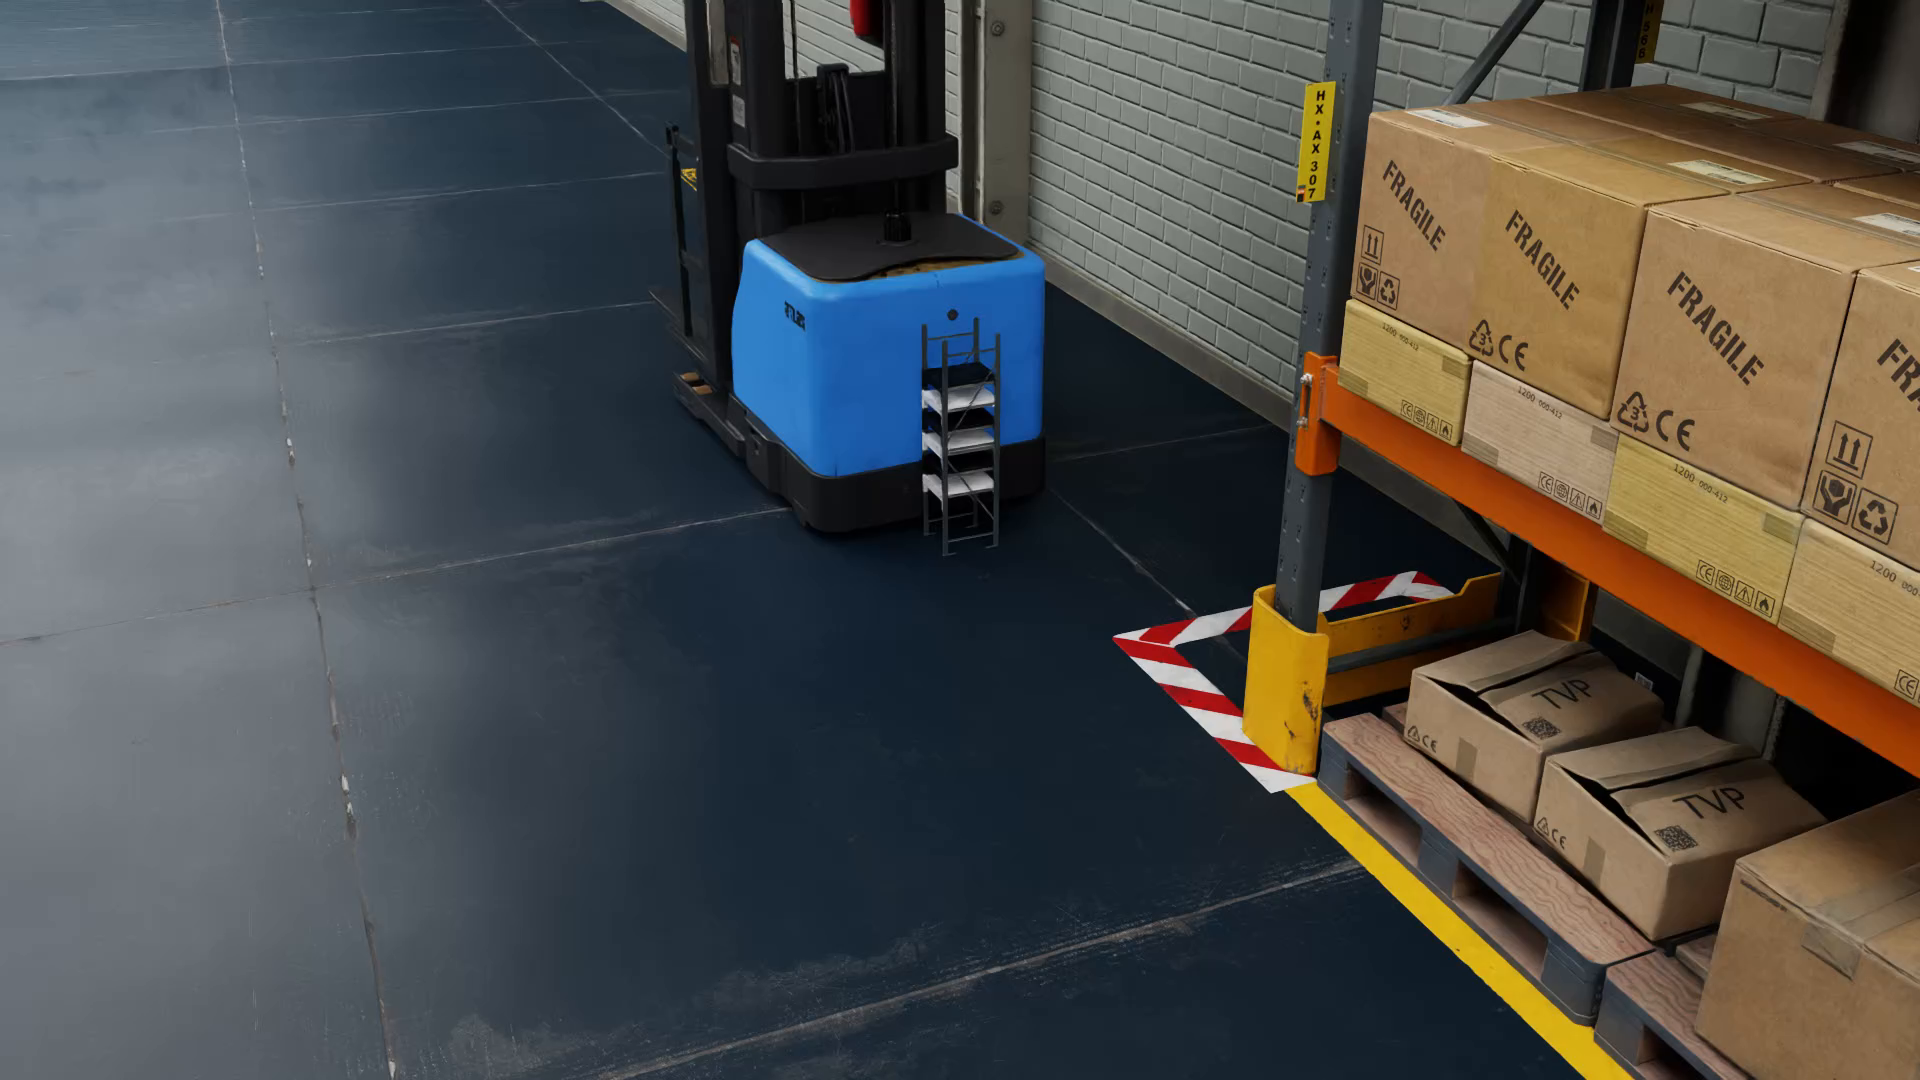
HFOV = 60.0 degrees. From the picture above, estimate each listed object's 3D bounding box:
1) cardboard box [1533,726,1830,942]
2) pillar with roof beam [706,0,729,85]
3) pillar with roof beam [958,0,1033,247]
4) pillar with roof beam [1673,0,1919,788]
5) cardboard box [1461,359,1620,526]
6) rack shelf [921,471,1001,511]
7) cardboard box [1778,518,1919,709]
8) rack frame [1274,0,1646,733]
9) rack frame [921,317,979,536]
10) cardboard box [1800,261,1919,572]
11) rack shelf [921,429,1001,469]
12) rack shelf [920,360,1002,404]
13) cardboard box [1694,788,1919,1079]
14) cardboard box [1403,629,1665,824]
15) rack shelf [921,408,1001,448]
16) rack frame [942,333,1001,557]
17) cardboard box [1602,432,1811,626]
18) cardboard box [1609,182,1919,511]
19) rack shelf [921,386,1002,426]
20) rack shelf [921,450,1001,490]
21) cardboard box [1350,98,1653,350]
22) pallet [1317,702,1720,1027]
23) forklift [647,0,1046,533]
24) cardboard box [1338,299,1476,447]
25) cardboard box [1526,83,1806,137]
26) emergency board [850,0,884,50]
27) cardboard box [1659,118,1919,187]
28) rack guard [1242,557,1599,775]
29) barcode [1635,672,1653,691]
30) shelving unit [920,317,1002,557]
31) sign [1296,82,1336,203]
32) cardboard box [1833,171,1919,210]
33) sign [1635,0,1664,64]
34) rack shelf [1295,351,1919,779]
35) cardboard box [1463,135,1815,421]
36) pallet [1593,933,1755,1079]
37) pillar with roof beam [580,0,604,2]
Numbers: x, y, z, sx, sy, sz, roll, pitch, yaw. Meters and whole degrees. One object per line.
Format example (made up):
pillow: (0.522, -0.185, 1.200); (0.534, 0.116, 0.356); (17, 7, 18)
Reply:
cardboard box: (1.895, 0.735, 4.388); (0.500, 0.311, 0.500); (-8, 27, -16)
pillar with roof beam: (-6.107, -7.467, 11.786); (9.100, 9.000, 0.400); (-11, 28, -21)
pillar with roof beam: (-3.758, -5.045, 6.825); (9.100, 9.000, 0.400); (-11, 28, -21)
pillar with roof beam: (-1.408, -2.622, 1.864); (9.100, 9.000, 0.400); (-11, 28, -21)
cardboard box: (1.599, -0.283, 4.059); (0.500, 0.250, 0.500); (-11, 28, -22)
rack shelf: (0.003, -0.209, 6.639); (0.258, 0.077, 0.200); (-11, 28, -21)
cardboard box: (1.989, 0.128, 3.217); (0.500, 0.250, 0.500); (-10, 28, -20)
rack frame: (1.483, -0.800, 4.970); (1.000, 3.000, 0.127); (-11, 28, -21)
rack frame: (-0.037, -0.442, 6.630); (0.240, 0.900, 0.006); (-11, 28, -21)
cardboard box: (1.988, -0.217, 3.069); (0.500, 0.500, 0.500); (-10, 28, -19)
rack shelf: (0.003, -0.371, 6.560); (0.258, 0.077, 0.200); (-11, 28, -21)
rack shelf: (0.003, -0.614, 6.442); (0.258, 0.077, 0.200); (-11, 28, -21)
cardboard box: (2.136, 0.955, 3.723); (0.700, 0.500, 0.500); (-12, 29, -24)
cardboard box: (1.671, 0.505, 4.860); (0.500, 0.311, 0.500); (-14, 29, -26)
rack shelf: (0.003, -0.452, 6.521); (0.258, 0.077, 0.200); (-11, 28, -21)
rack frame: (0.043, -0.360, 6.462); (0.240, 0.900, 0.006); (-11, 28, -21)
cardboard box: (1.793, -0.076, 3.636); (0.500, 0.250, 0.500); (-11, 28, -21)
cardboard box: (1.775, -0.423, 3.492); (0.500, 0.500, 0.500); (-12, 28, -22)
rack shelf: (0.003, -0.533, 6.481); (0.258, 0.077, 0.200); (-11, 28, -21)
rack shelf: (0.003, -0.290, 6.600); (0.258, 0.077, 0.200); (-11, 28, -21)
cardboard box: (1.394, -0.834, 4.333); (0.500, 0.500, 0.500); (-11, 28, -21)
pallet: (1.799, 0.818, 4.835); (1.003, 0.211, 1.213); (-11, 28, -21)
forklift: (-0.740, -1.963, 7.429); (1.130, 2.935, 3.031); (-12, 29, -23)
cardboard box: (1.382, -0.490, 4.483); (0.500, 0.250, 0.500); (-11, 28, -22)
cardboard box: (1.863, -0.925, 4.519); (0.500, 0.500, 0.500); (-11, 28, -21)
emergency board: (-0.729, -4.093, 11.713); (0.194, 1.169, 0.643); (-11, 28, -21)
cardboard box: (2.051, -0.720, 4.099); (0.500, 0.500, 0.500); (-10, 28, -20)
rack guard: (1.513, 0.354, 5.456); (1.175, 0.500, 0.348); (-11, 28, -21)
barcode: (2.046, 0.440, 4.983); (0.001, 0.075, 0.075); (-11, 28, -21)
shelving unit: (0.003, -0.401, 6.546); (0.258, 0.900, 0.210); (-11, 28, -21)
sign: (0.984, -1.096, 4.589); (0.100, 0.325, 0.005); (-11, 28, -21)
cardboard box: (2.258, -0.512, 3.673); (0.500, 0.500, 0.500); (-11, 28, -22)
sign: (2.002, -1.550, 4.825); (0.100, 0.325, 0.005); (-11, 28, -21)
rack shelf: (2.266, 0.331, 3.474); (1.077, 0.370, 4.000); (-11, 28, -21)
cardboard box: (1.578, -0.633, 3.921); (0.500, 0.500, 0.500); (-10, 28, -20)
pallet: (2.272, 1.309, 3.828); (1.003, 0.211, 1.213); (-11, 28, -21)
pillar with roof beam: (-8.457, -9.889, 16.747); (9.100, 9.000, 0.400); (-11, 28, -21)
